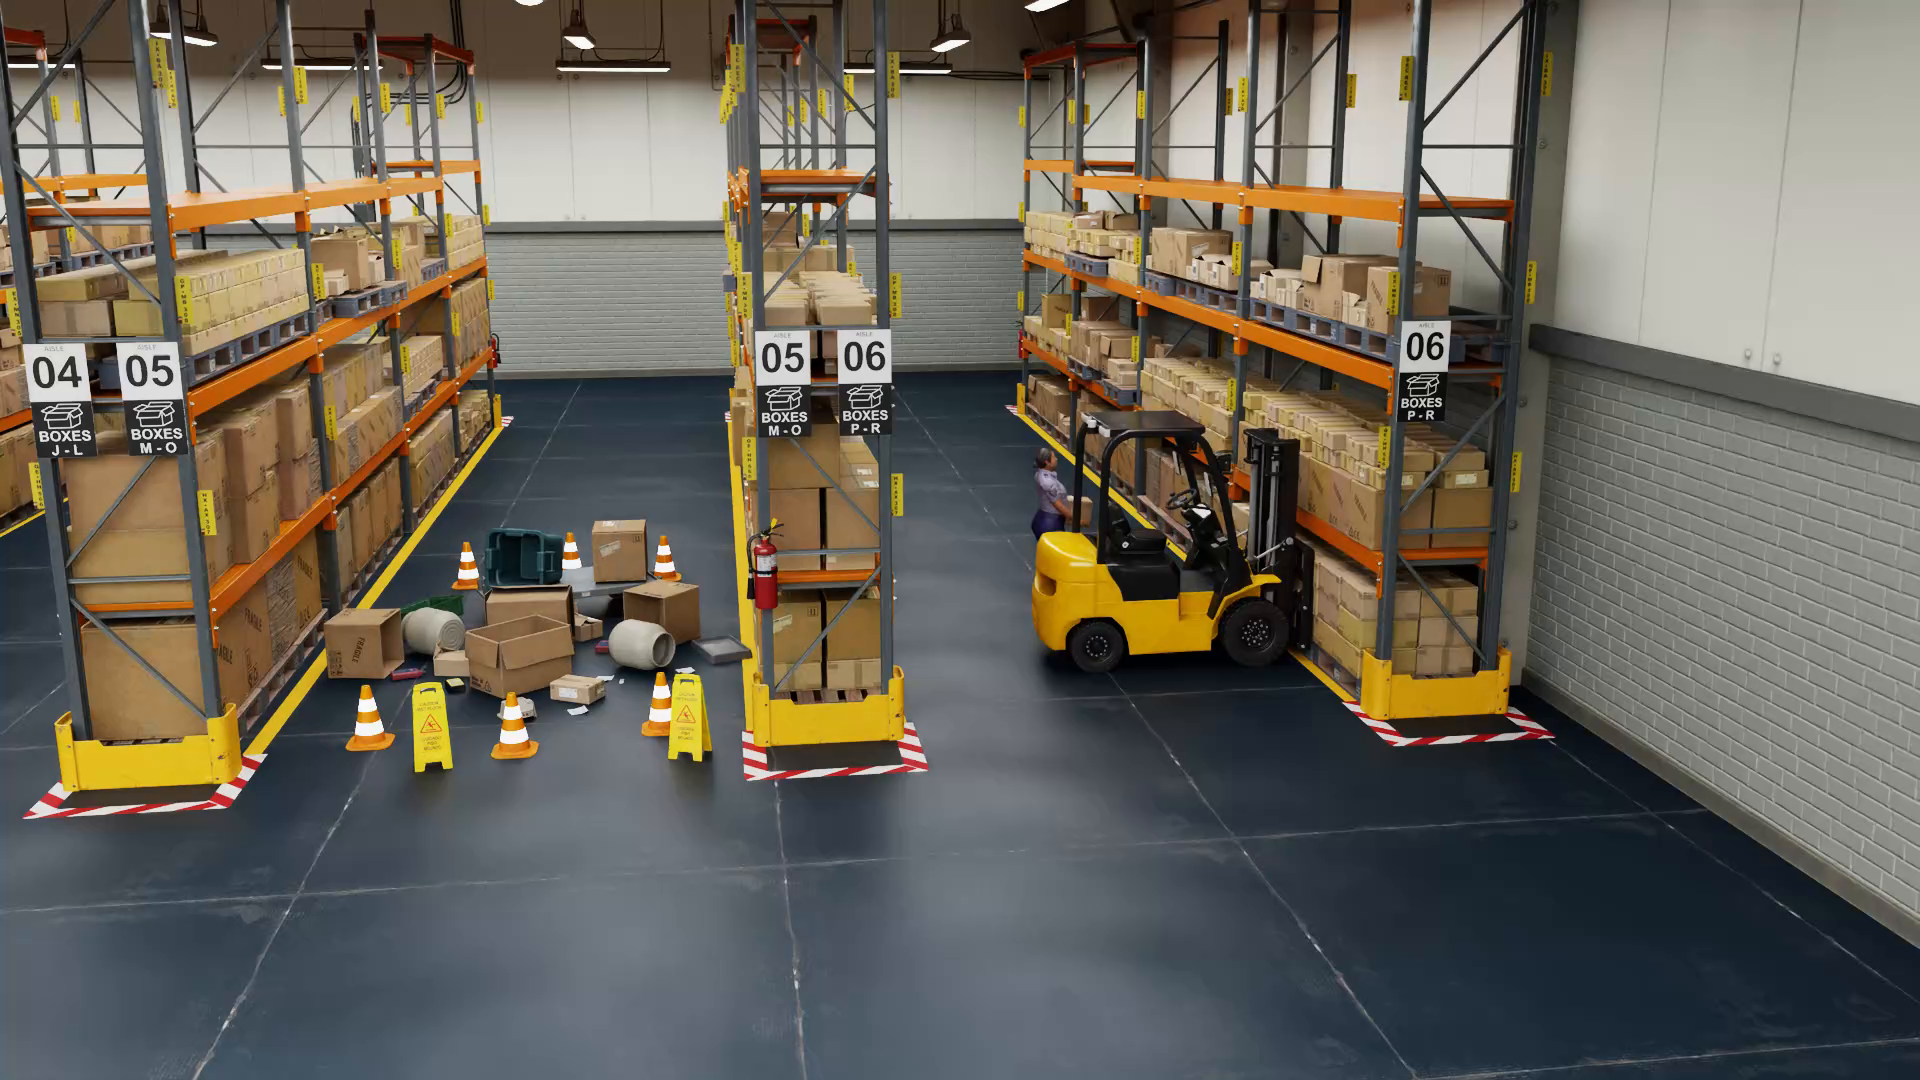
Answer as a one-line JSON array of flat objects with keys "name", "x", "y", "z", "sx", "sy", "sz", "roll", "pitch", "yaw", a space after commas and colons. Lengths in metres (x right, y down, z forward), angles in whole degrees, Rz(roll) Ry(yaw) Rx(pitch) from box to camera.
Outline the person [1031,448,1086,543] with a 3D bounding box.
[{"name": "person", "x": 0.973, "y": -0.112, "z": 16.516, "sx": 0.516, "sy": 1.634, "sz": 0.452, "roll": -2, "pitch": 13, "yaw": -8}]
